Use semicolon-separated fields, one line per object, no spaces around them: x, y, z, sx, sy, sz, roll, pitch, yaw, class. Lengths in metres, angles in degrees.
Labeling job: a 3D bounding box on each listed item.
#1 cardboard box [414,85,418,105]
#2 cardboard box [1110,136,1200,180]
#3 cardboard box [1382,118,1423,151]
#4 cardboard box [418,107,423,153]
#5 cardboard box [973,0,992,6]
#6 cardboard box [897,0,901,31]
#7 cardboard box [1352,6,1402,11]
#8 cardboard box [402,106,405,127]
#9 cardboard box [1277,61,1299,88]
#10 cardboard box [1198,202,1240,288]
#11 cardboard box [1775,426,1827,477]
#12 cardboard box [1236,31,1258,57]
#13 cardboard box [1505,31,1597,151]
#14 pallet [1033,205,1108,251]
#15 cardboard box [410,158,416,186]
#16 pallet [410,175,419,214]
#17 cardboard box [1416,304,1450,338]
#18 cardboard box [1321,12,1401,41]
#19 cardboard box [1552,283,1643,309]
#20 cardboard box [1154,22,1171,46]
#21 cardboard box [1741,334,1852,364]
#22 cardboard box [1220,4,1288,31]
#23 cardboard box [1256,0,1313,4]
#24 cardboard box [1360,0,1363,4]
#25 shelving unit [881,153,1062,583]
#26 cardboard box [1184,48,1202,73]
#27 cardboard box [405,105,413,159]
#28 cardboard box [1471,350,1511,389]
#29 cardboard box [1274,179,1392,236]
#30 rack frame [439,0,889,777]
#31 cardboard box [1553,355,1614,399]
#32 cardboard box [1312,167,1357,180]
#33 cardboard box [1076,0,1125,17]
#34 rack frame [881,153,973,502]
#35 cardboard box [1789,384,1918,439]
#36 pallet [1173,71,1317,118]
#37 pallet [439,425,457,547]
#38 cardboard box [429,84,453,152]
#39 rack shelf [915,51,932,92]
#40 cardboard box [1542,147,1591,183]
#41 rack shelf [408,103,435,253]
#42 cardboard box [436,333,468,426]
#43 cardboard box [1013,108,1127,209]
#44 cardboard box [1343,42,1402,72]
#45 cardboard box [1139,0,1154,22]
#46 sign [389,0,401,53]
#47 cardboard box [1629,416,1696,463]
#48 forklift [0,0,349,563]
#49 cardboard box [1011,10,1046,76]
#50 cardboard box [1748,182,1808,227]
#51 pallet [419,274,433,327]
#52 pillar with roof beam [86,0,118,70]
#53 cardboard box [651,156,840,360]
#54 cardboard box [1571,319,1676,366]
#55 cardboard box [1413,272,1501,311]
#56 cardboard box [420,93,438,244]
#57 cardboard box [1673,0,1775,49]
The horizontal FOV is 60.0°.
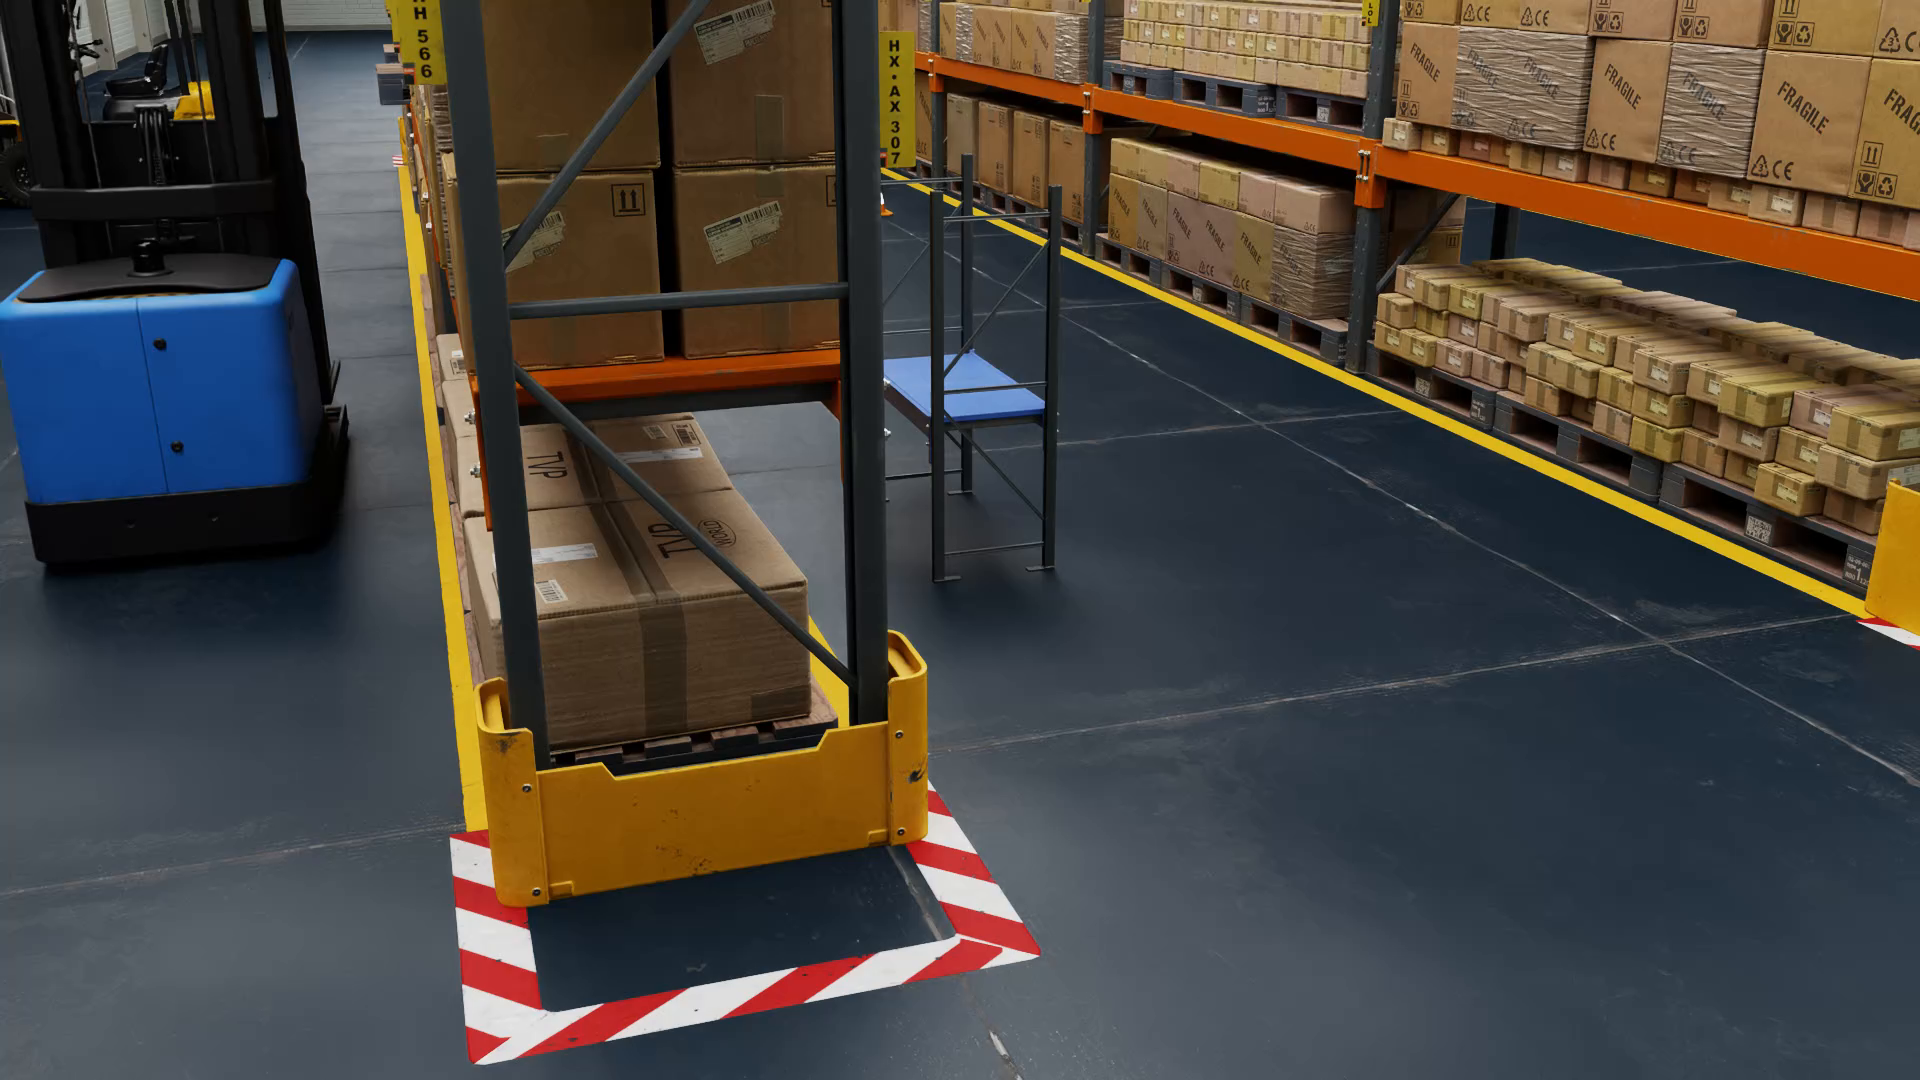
-2.647;-2.473;8.845;0.500;0.250;0.500;-6;21;-16;cardboard box
1.452;-2.836;12.342;0.500;0.250;0.500;-7;21;-20;cardboard box
2.501;-2.181;8.924;0.380;0.149;0.250;-6;21;-15;cardboard box
-2.484;-2.077;8.484;0.500;0.250;0.500;-7;21;-18;cardboard box
0.533;-5.187;15.292;0.700;0.500;0.500;-7;21;-18;cardboard box
-0.172;-5.540;17.682;0.875;0.550;0.550;-6;21;-17;cardboard box
2.706;-3.294;10.520;0.380;0.149;0.250;-7;21;-18;cardboard box
-5.718;-4.679;17.842;0.500;0.500;0.500;-7;21;-19;cardboard box
2.172;-2.855;10.178;0.380;0.149;0.250;-7;21;-20;cardboard box
1.933;-1.987;11.088;0.500;0.500;0.500;-7;21;-18;cardboard box
3.512;-0.366;6.655;0.380;0.149;0.250;-7;21;-18;cardboard box
1.992;-3.174;10.626;0.380;0.149;0.250;-6;21;-17;cardboard box
2.925;-2.103;7.747;0.500;0.500;0.500;-7;21;-18;cardboard box
1.289;-2.658;14.003;1.003;0.211;1.213;-6;21;-17;pallet
-4.901;-3.499;15.667;0.500;0.250;0.500;-5;20;-15;cardboard box
-4.704;-3.334;15.885;1.003;0.211;1.213;-6;21;-17;pallet
2.697;-1.199;8.974;0.380;0.149;0.250;-6;21;-17;cardboard box
2.326;-2.979;9.643;0.380;0.149;0.250;-7;21;-19;cardboard box
3.292;-1.226;8.609;0.380;0.149;0.250;-6;21;-15;cardboard box
1.601;-3.580;11.756;0.380;0.149;0.250;-7;21;-19;cardboard box
3.744;-0.813;7.458;0.380;0.149;0.250;-6;20;-15;cardboard box
1.916;-3.397;10.808;0.380;0.149;0.250;-7;21;-18;cardboard box
2.301;-3.710;11.677;0.380;0.149;0.250;-6;21;-16;cardboard box
4.865;-5.825;18.109;0.875;0.500;0.500;-6;21;-17;cardboard box
-0.027;-0.733;6.739;0.538;1.500;1.048;-6;21;-17;shelving unit
1.756;-3.279;11.359;0.380;0.149;0.250;-6;21;-15;cardboard box
-4.900;-3.852;15.541;0.500;0.500;0.500;-7;21;-18;cardboard box
2.870;-0.895;8.566;0.380;0.149;0.250;-7;21;-18;cardboard box
2.248;-2.012;10.047;0.500;0.250;0.500;-7;21;-19;cardboard box
-0.688;-0.583;4.103;1.000;3.000;0.127;-6;21;-17;rack frame
3.027;-0.778;7.800;0.380;0.149;0.250;-6;21;-17;cardboard box
2.571;-2.235;10.670;0.500;0.250;0.500;-6;21;-16;cardboard box
1.333;-4.372;13.023;0.700;0.500;0.500;-7;21;-17;cardboard box
-0.187;-0.896;7.193;0.500;1.500;0.032;-6;21;-17;rack frame
3.548;-0.507;6.608;0.380;0.149;0.250;-6;21;-16;cardboard box
2.126;-2.988;11.081;1.003;0.211;1.213;-6;21;-17;pallet
-1.780;-0.302;7.446;1.003;0.211;1.213;-6;21;-17;pallet
-1.258;-1.395;4.736;0.500;0.500;0.500;-6;21;-17;cardboard box
-0.421;-5.296;18.287;1.077;0.370;4.000;-6;21;-17;rack shelf
2.961;-1.764;7.762;0.380;0.149;0.250;-5;20;-15;cardboard box
-2.574;-2.170;9.585;1.077;0.370;4.000;-6;21;-17;rack shelf
-1.850;-0.646;7.446;0.875;0.438;0.875;-7;21;-18;cardboard box
1.081;-3.333;14.465;1.050;0.750;0.750;-6;21;-16;cardboard box
2.410;-2.751;9.450;0.380;0.149;0.250;-6;21;-16;cardboard box
1.513;-3.814;11.967;0.380;0.149;0.250;-7;21;-19;cardboard box
-2.457;-2.314;7.325;0.100;0.325;0.005;-6;21;-17;sign
3.208;-0.463;7.365;0.380;0.149;0.250;-7;21;-20;cardboard box
-3.523;-1.754;7.464;1.130;2.935;3.031;-6;21;-16;forklift
0.756;-4.193;14.004;0.500;0.500;0.500;-7;21;-18;cardboard box
3.371;-1.340;6.582;0.380;0.149;0.250;-6;21;-16;cardboard box
-3.026;-1.577;10.995;1.003;0.211;1.213;-6;21;-17;pallet
-12.635;-13.927;32.379;9.100;9.000;0.400;-6;21;-17;pillar with roof beam
-0.566;-0.815;4.600;0.500;0.500;0.500;-7;21;-18;cardboard box
3.101;-0.924;7.769;0.380;0.149;0.250;-6;21;-17;cardboard box
2.664;-1.334;8.909;0.380;0.149;0.250;-5;20;-15;cardboard box
-1.742;-1.413;6.266;0.500;0.500;0.500;-6;21;-17;cardboard box
3.268;-2.248;6.671;0.500;0.500;0.500;-5;20;-14;cardboard box
